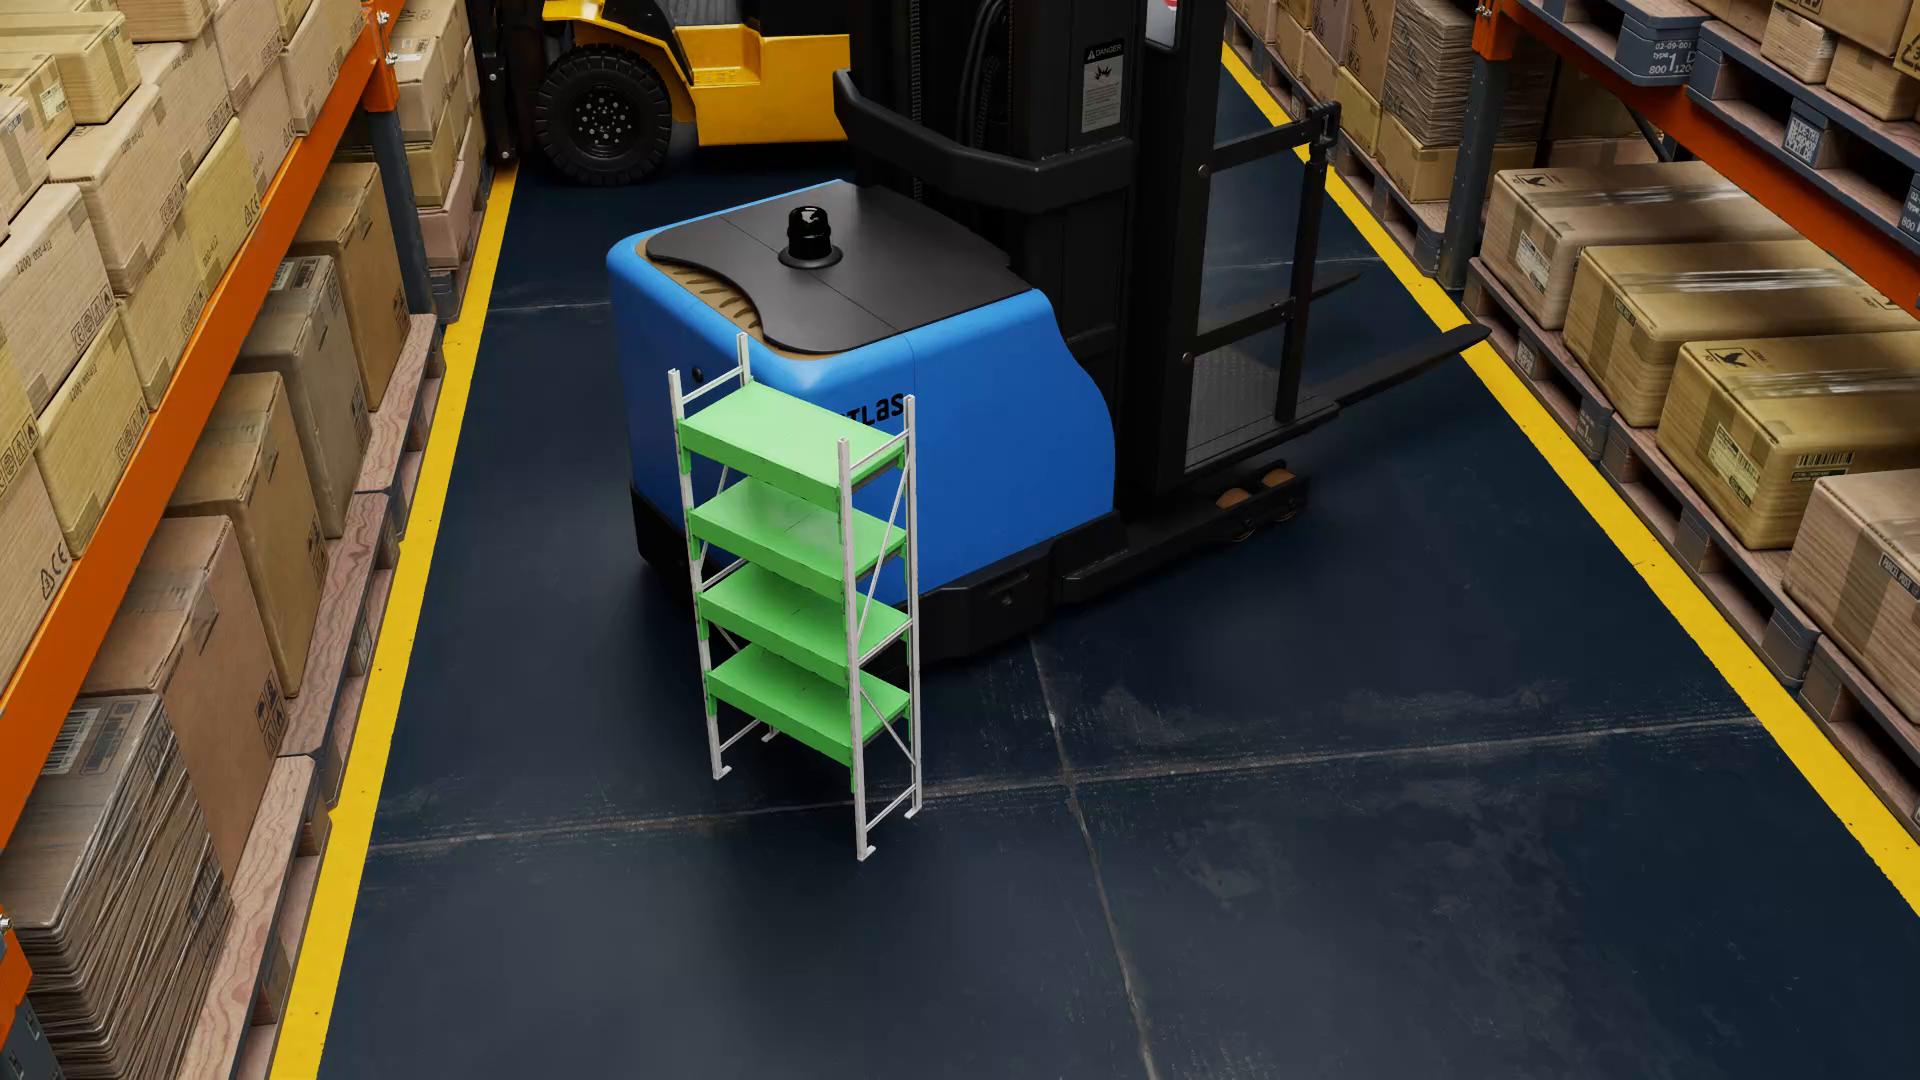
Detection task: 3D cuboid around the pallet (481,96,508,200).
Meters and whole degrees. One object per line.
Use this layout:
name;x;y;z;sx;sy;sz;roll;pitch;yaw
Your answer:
pallet;-2.700;-1.908;7.862;1.003;0.211;1.213;-4;35;-6

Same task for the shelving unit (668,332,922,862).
shelving unit;-0.370;0.157;3.954;0.503;1.200;0.258;23;40;30

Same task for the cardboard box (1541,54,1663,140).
cardboard box;2.639;-2.006;6.933;0.500;0.500;0.500;-3;34;-4

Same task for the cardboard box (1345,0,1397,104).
cardboard box;2.035;-2.250;7.291;0.500;0.500;0.500;-4;34;-6

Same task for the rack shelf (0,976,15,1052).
rack shelf;-1.661;1.714;0.710;1.077;0.370;4.000;-4;35;-6

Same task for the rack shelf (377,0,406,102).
rack shelf;-2.737;-2.750;7.260;1.077;0.370;4.000;-4;35;-6

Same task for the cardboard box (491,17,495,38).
cardboard box;-2.420;-2.312;7.605;0.500;0.250;0.500;-4;35;-7

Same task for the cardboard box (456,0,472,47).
cardboard box;-2.359;-2.238;7.051;0.500;0.250;0.500;-3;34;-5

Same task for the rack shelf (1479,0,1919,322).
rack shelf;2.719;-0.896;4.540;1.077;0.370;4.000;-4;35;-6

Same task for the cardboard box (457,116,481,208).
cardboard box;-2.288;-1.546;6.923;0.500;0.250;0.500;-5;35;-7

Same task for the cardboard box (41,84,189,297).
cardboard box;-1.866;-0.683;3.277;0.500;0.250;0.500;-5;35;-8

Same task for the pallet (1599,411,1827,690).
pallet;2.724;-0.040;5.121;1.003;0.211;1.213;-4;35;-6

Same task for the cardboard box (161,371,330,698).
cardboard box;-2.186;0.020;4.293;0.875;0.625;0.625;-6;35;-8

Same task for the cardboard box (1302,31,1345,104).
cardboard box;1.959;-2.236;7.937;0.500;0.250;0.500;-4;34;-6

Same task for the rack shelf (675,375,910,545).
rack shelf;-0.370;-0.187;3.720;0.480;0.148;0.258;23;40;30

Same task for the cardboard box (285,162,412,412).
cardboard box;-2.386;-0.833;5.545;0.875;0.625;0.625;-3;34;-4

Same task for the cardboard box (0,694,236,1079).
cardboard box;-2.000;0.760;3.207;0.875;0.625;0.625;-3;34;-5

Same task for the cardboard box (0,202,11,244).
cardboard box;-1.778;-0.499;2.654;0.380;0.149;0.250;-3;34;-5

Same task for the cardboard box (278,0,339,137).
cardboard box;-2.067;-1.328;4.668;0.500;0.250;0.500;-5;35;-7

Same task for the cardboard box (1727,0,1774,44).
cardboard box;2.375;-1.469;4.593;0.380;0.149;0.250;-4;34;-6

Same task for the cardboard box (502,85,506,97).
cardboard box;-2.421;-2.116;7.760;0.500;0.250;0.500;-3;34;-5

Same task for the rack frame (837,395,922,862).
rack frame;-0.175;0.239;3.833;0.015;1.200;0.240;23;40;30

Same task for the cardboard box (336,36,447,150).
cardboard box;-2.222;-1.675;6.225;0.500;0.250;0.500;-5;35;-7

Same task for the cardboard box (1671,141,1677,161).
cardboard box;3.655;-1.978;7.707;0.500;0.500;0.500;20;39;26

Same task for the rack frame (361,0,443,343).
rack frame;-2.468;-1.931;5.420;1.000;3.000;0.127;-4;35;-6

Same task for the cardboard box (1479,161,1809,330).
cardboard box;2.524;-1.104;6.167;0.950;0.372;0.625;-4;34;-6

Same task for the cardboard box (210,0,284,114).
cardboard box;-2.009;-1.249;4.108;0.500;0.250;0.500;-4;34;-5

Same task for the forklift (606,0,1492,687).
forklift;0.499;-1.421;4.733;3.031;2.935;1.130;-23;40;-30

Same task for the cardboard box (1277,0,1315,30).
cardboard box;1.885;-2.832;8.145;0.500;0.500;0.500;-4;34;-5

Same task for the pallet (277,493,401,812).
pallet;-2.162;0.312;4.605;1.003;0.211;1.213;-4;35;-6

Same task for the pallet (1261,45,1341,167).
pallet;2.158;-2.211;8.307;1.003;0.211;1.213;-4;35;-6

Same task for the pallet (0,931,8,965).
pallet;-1.769;0.753;1.651;1.213;0.211;1.003;-4;35;-6

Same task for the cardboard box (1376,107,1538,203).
cardboard box;2.105;-1.656;7.085;0.500;0.250;0.500;-3;34;-4

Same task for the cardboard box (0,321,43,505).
cardboard box;-1.722;-0.112;2.439;0.500;0.250;0.500;-4;35;-6

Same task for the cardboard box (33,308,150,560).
cardboard box;-1.810;-0.184;2.990;0.500;0.250;0.500;-5;35;-7

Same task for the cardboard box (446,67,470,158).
cardboard box;-2.296;-1.749;6.778;0.500;0.250;0.500;-5;35;-7

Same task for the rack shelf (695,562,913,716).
rack shelf;-0.370;0.210;3.990;0.480;0.148;0.258;23;40;30

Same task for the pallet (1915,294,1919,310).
pallet;2.787;-0.387;3.325;1.213;0.211;1.003;-4;35;-6

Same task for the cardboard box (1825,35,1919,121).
cardboard box;2.424;-1.170;4.154;0.380;0.149;0.250;-5;35;-8

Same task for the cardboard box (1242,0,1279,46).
cardboard box;1.808;-2.822;8.796;0.500;0.250;0.500;-3;34;-5

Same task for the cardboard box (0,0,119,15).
cardboard box;-1.995;-1.066;3.485;0.380;0.149;0.250;-4;35;-6

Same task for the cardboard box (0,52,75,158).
cardboard box;-1.889;-0.782;3.069;0.380;0.149;0.250;-4;34;-6

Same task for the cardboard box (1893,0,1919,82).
cardboard box;2.502;-1.217;3.646;0.500;0.500;0.500;-7;35;-10

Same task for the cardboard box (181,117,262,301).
cardboard box;-1.954;-0.761;3.836;0.500;0.250;0.500;-3;34;-5

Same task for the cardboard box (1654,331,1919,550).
cardboard box;2.719;-0.315;5.010;0.950;0.372;0.625;-3;34;-5

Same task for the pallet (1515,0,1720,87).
pallet;2.409;-1.792;5.387;1.003;0.211;1.213;-4;35;-6
